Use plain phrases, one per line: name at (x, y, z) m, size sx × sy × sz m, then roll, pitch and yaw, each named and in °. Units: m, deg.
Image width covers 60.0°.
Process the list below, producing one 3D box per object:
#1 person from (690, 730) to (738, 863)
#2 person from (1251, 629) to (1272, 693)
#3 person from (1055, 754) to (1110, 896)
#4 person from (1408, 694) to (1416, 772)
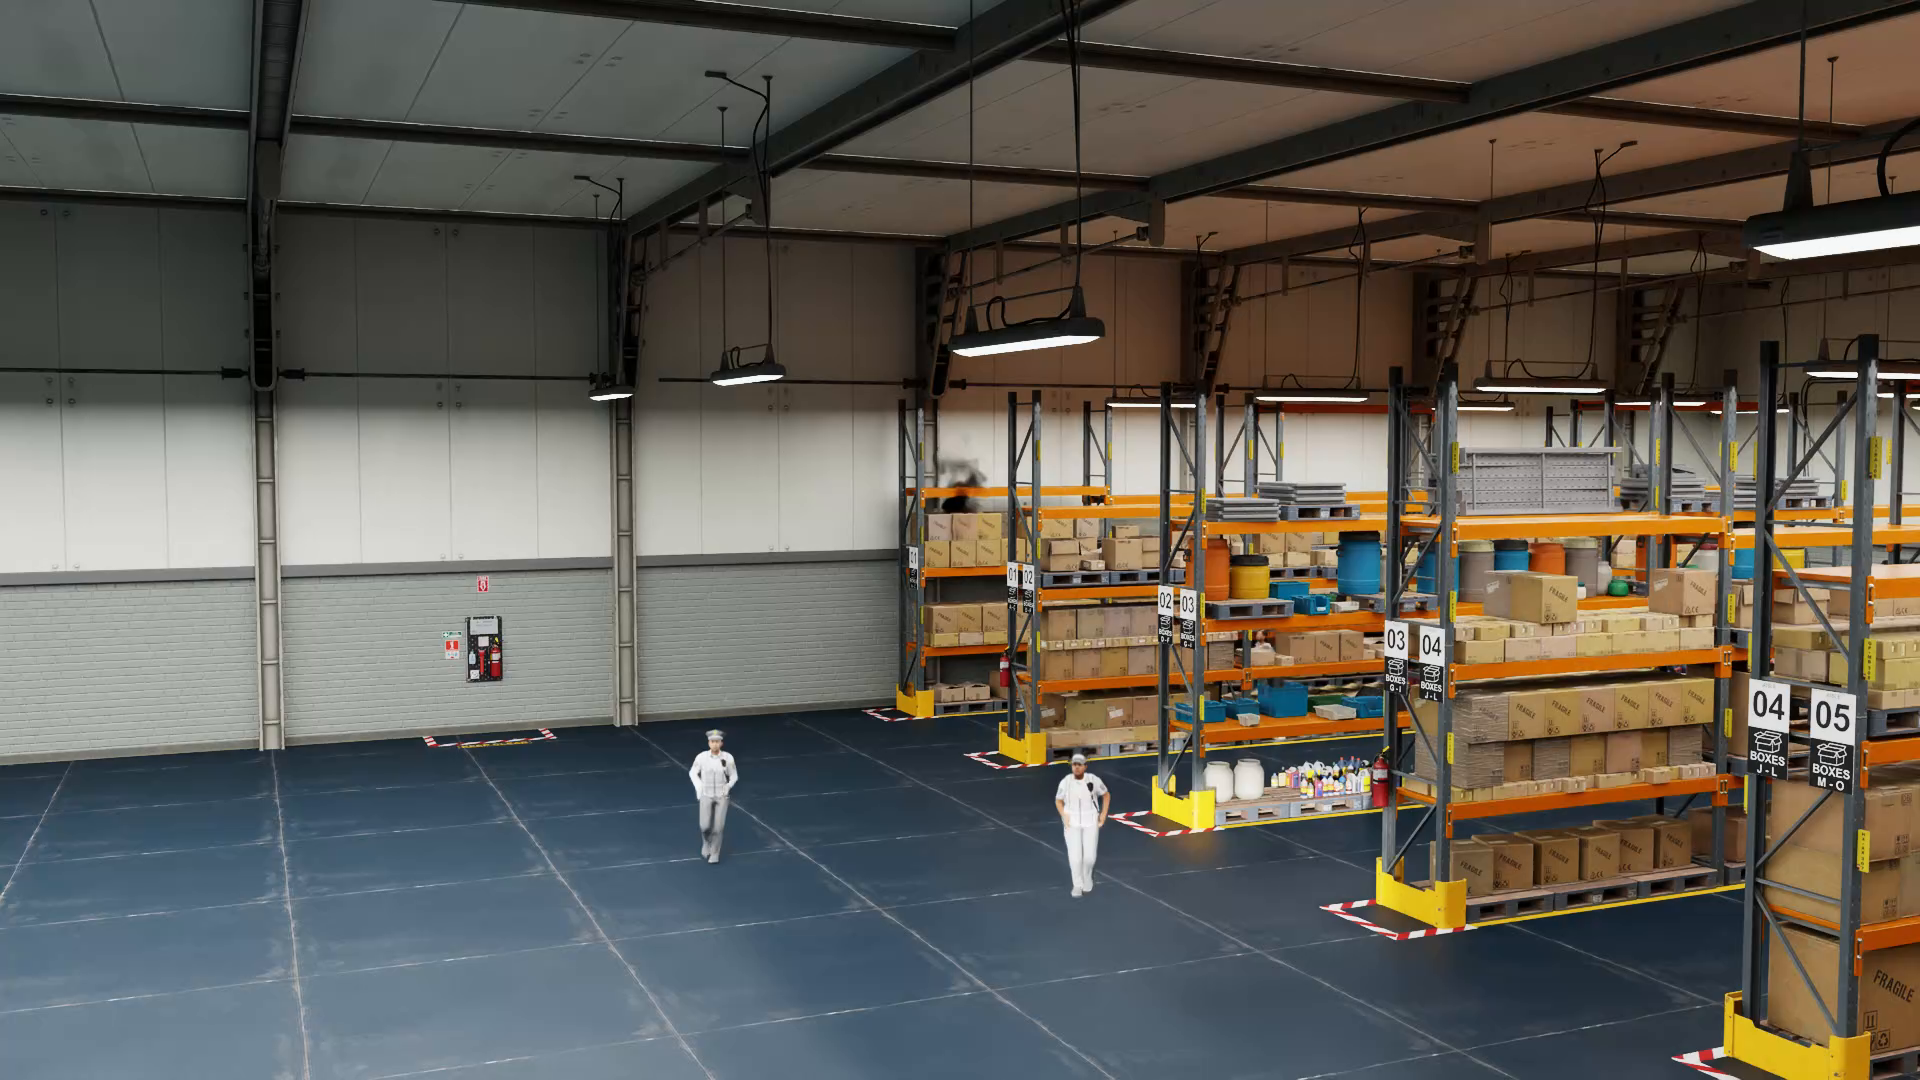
person at (-3.007, 3.145, 20.327) m, size 0.592 × 1.640 × 0.528 m, roll 0°, pitch 3°, yaw -8°
person at (5.710, 2.496, 31.556) m, size 0.802 × 1.635 × 0.575 m, roll -2°, pitch 4°, yaw -32°
person at (1.380, 3.247, 18.887) m, size 0.617 × 1.629 × 0.527 m, roll 0°, pitch 3°, yaw 8°
person at (7.331, 2.853, 26.266) m, size 0.714 × 1.614 × 0.556 m, roll -2°, pitch 4°, yaw -27°
